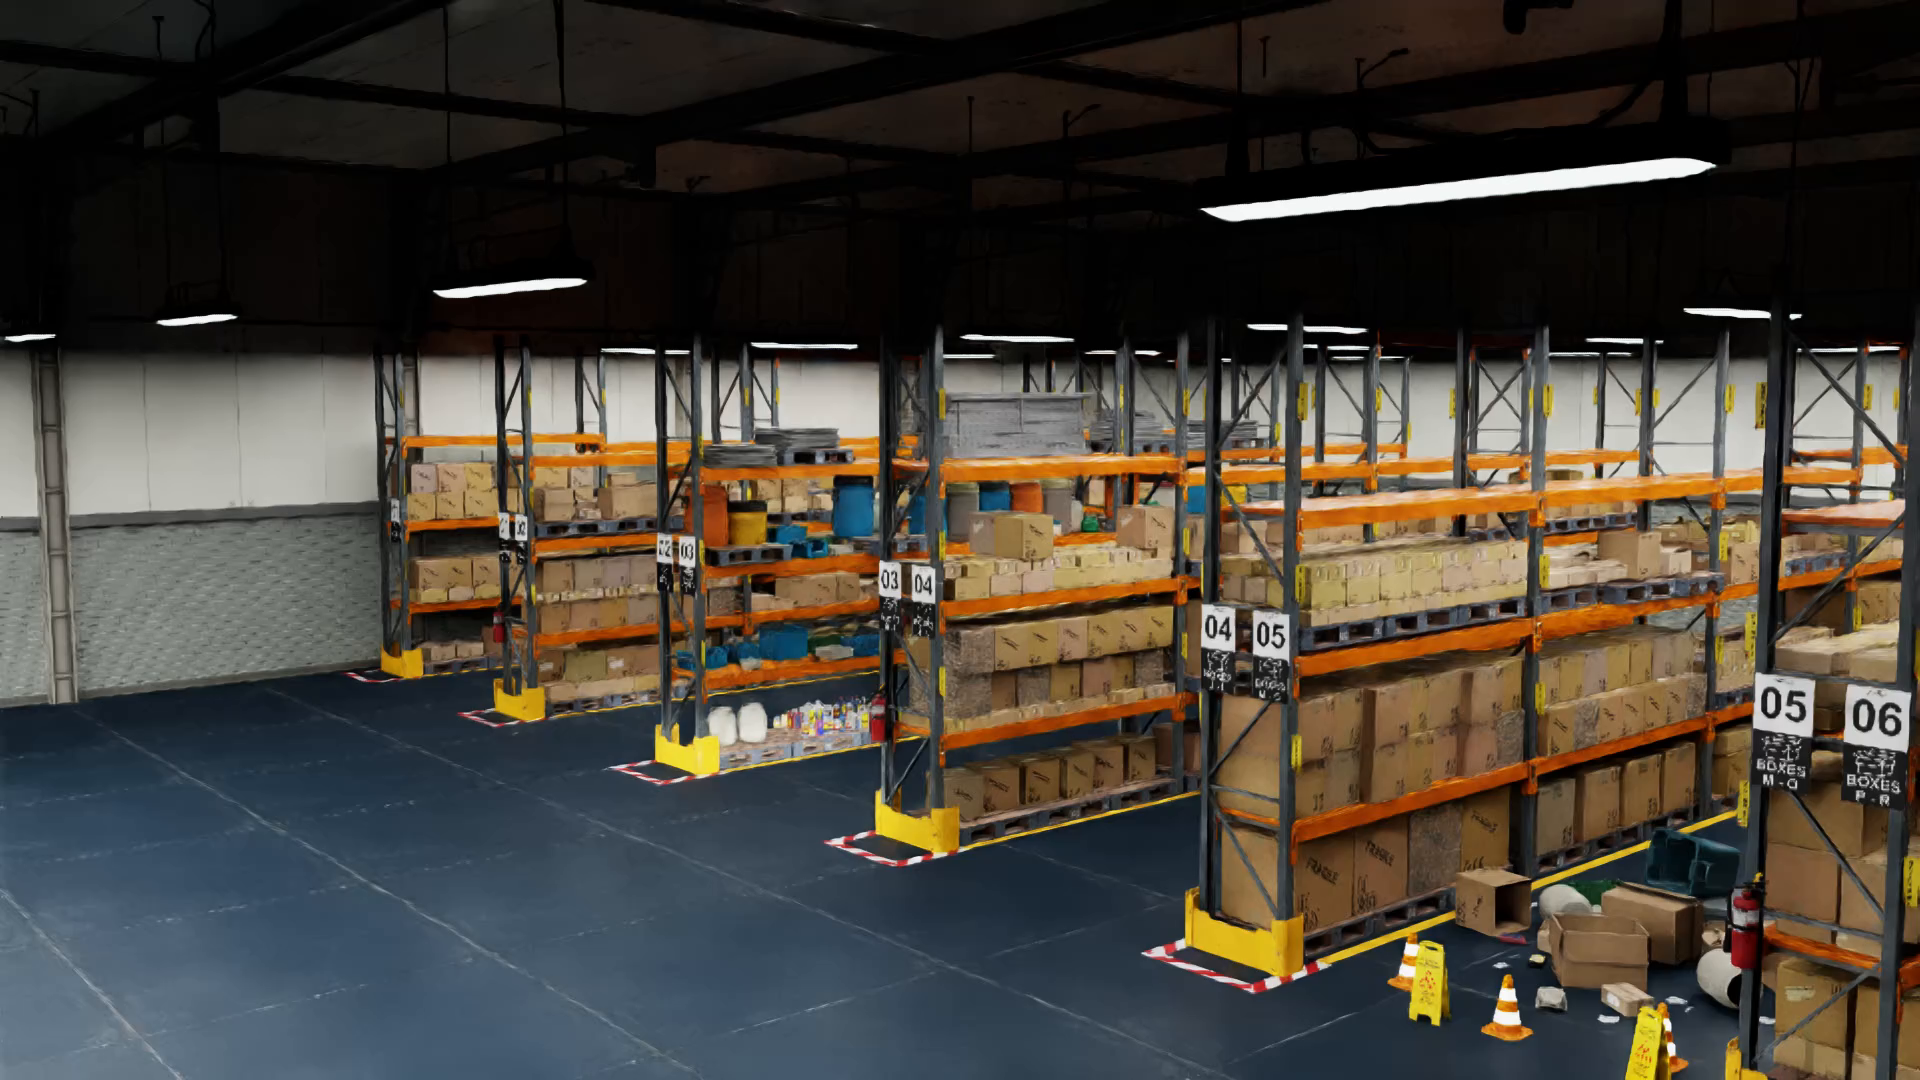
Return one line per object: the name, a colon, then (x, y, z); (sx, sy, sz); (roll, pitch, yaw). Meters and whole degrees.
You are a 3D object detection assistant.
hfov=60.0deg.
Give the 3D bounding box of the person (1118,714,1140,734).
person: (2.399, 2.161, 23.731); (0.573, 1.667, 0.544); (-1, 5, -8)
